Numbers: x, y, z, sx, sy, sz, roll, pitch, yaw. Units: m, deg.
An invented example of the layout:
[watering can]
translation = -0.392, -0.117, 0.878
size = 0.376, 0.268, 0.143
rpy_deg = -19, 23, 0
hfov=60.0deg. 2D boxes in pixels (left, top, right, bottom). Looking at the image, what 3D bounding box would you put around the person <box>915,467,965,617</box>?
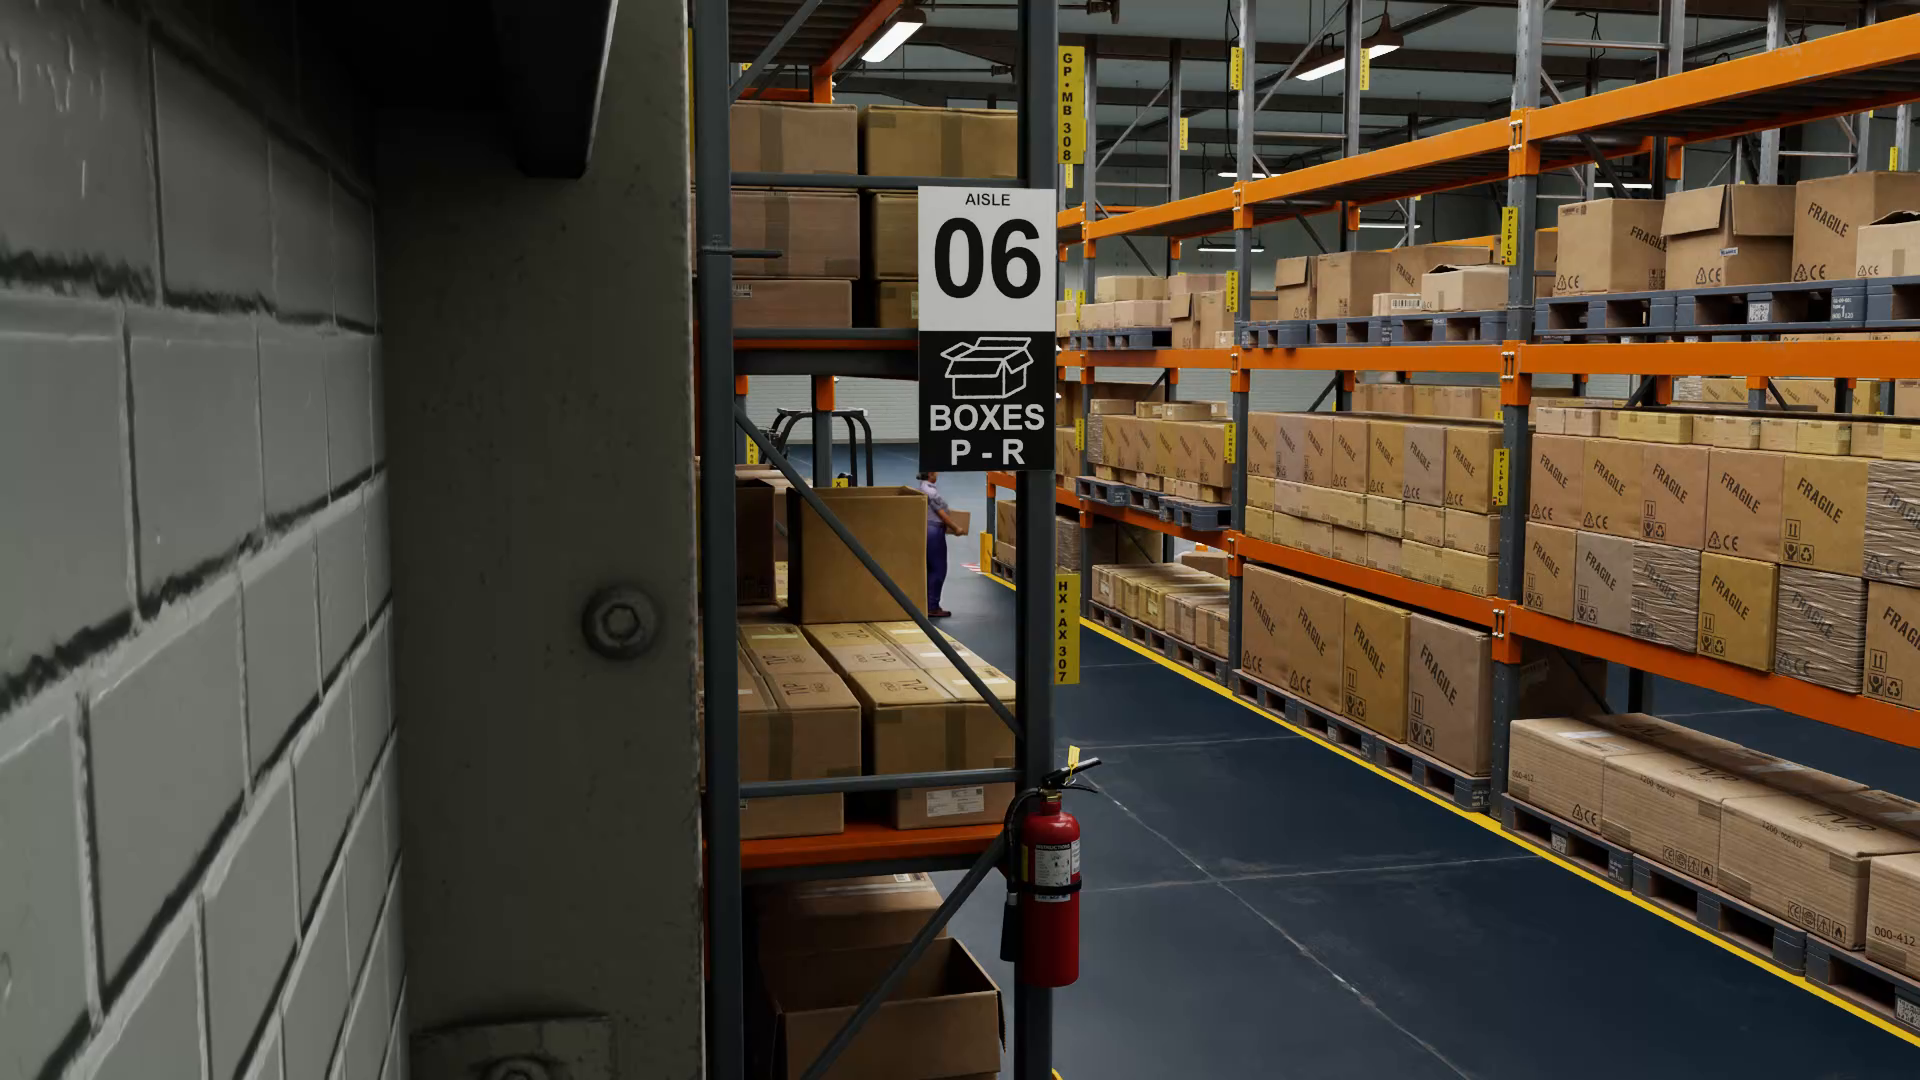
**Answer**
[person]
translation = -0.233, -0.019, 17.744
size = 0.516, 1.643, 0.451
rpy_deg = -2, 7, -21
